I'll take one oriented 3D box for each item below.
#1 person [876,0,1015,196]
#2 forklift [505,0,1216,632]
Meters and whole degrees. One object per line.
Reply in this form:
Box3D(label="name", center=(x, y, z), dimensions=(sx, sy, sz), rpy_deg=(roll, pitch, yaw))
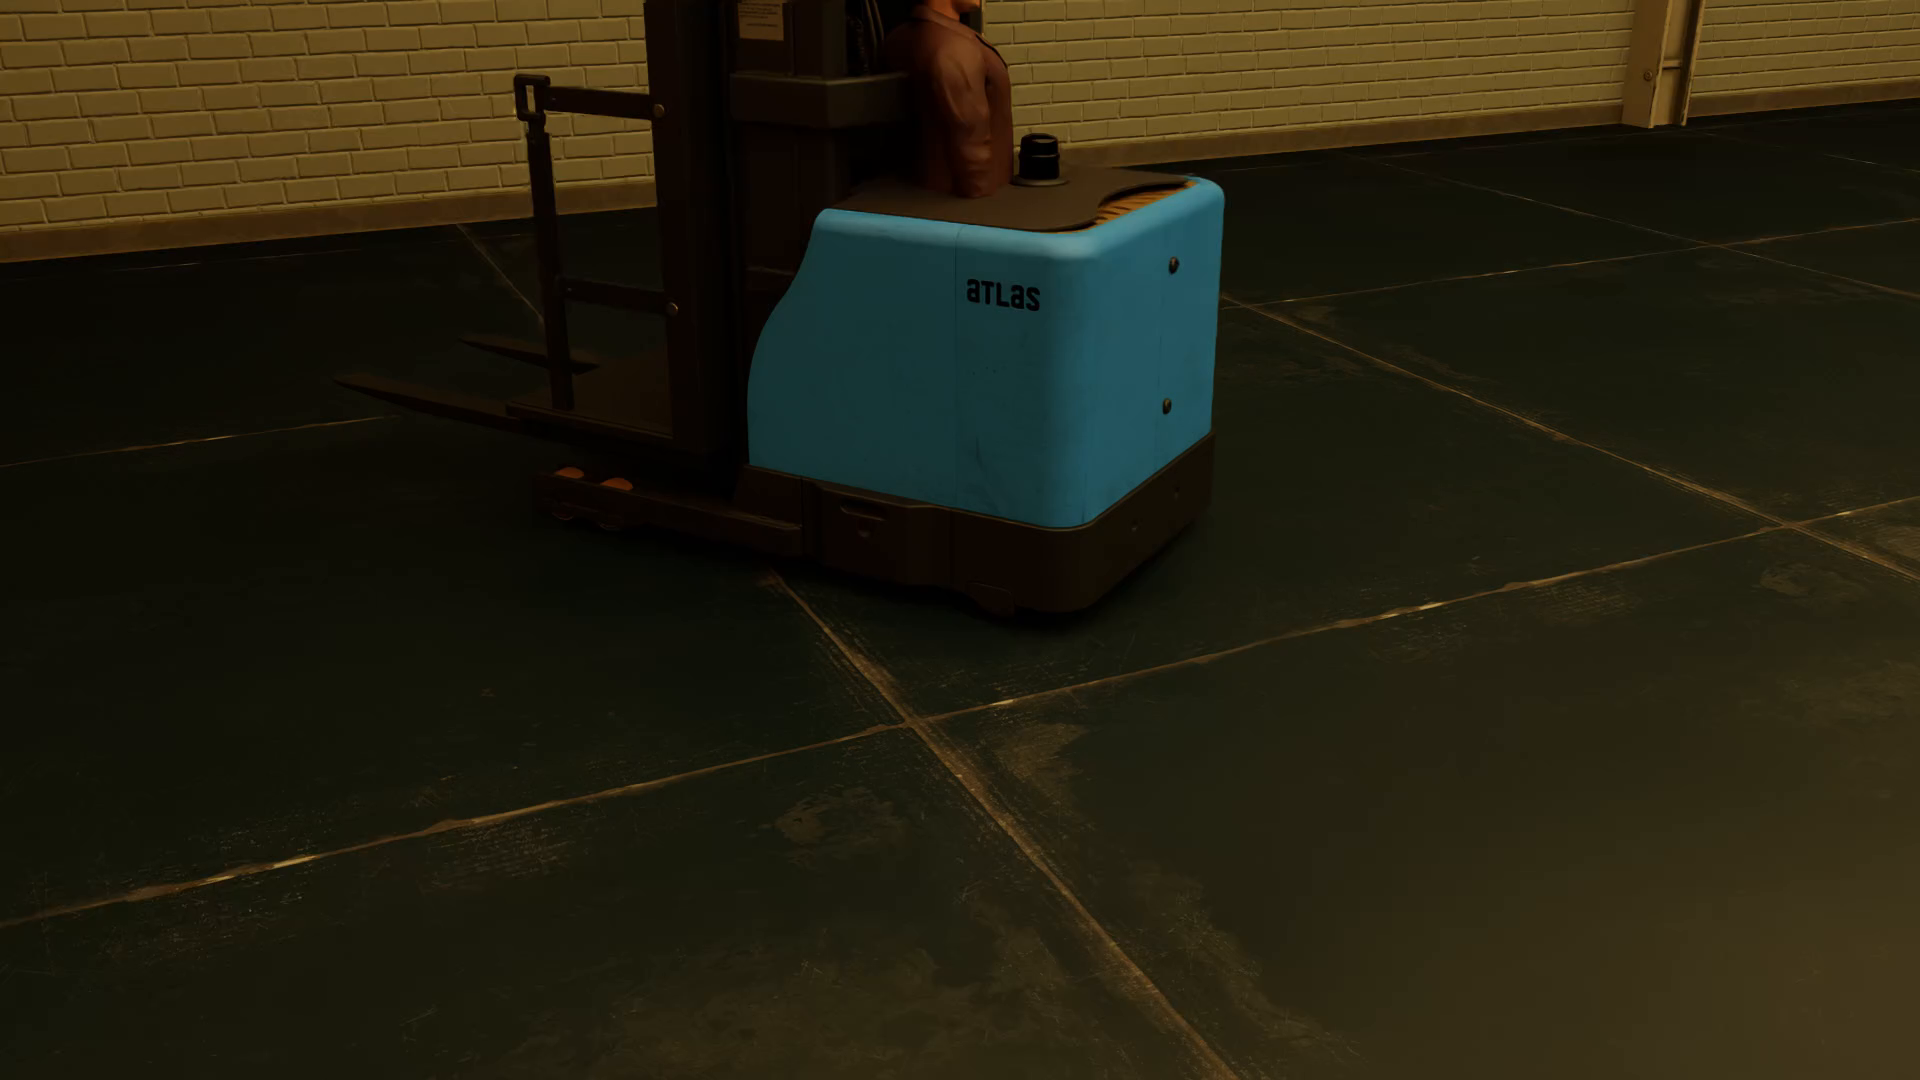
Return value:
Box3D(label="person", center=(0.041, -0.867, 4.771), dimensions=(0.441, 1.703, 0.550), rpy_deg=(-10, 25, -23))
Box3D(label="forklift", center=(-0.593, -1.609, 5.160), dimensions=(1.130, 2.935, 3.031), rpy_deg=(-17, 28, -35))
